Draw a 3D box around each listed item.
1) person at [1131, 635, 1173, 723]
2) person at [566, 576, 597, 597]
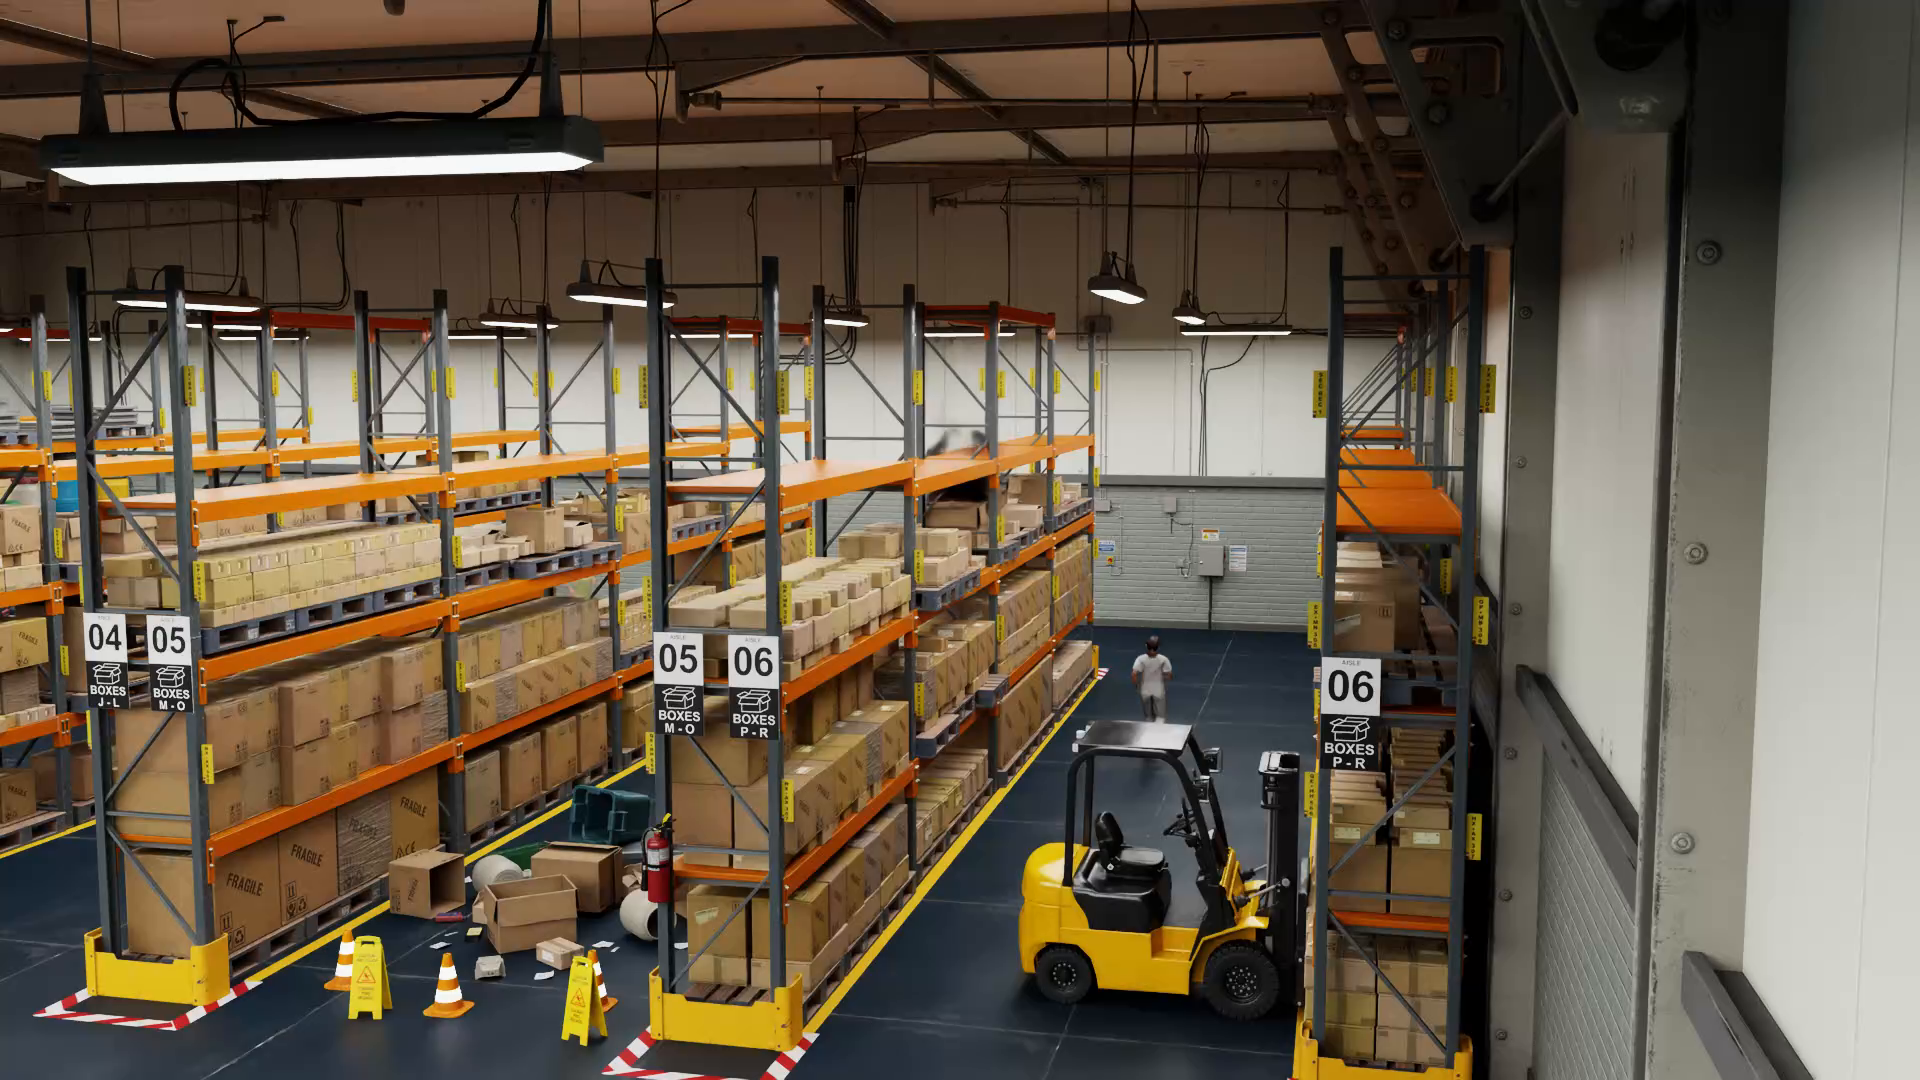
[{"bbox_3d":[2.584,2.092,22.391,0.562,1.626,0.657,1,6,9],"label":"person"},{"bbox_3d":[-7.160,1.136,31.581,0.565,1.715,0.800,-5,8,-40],"label":"person"}]
